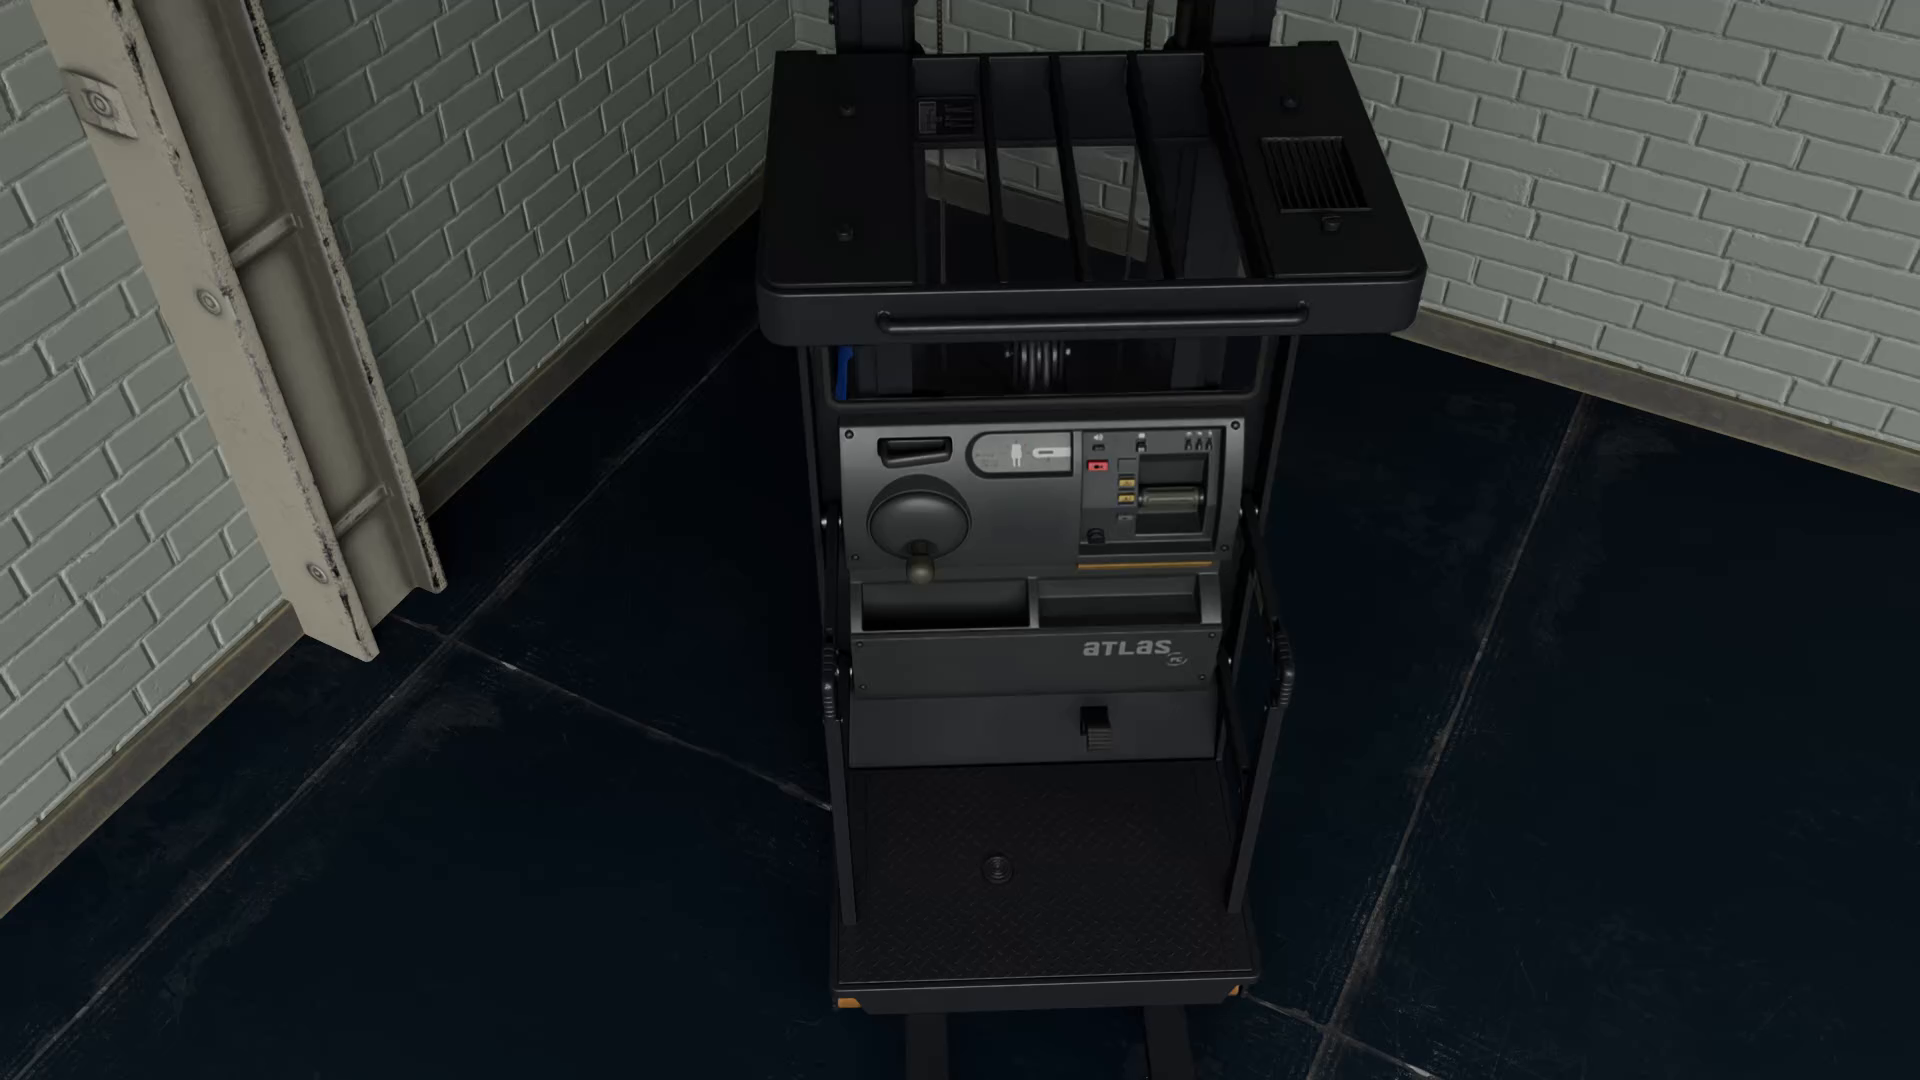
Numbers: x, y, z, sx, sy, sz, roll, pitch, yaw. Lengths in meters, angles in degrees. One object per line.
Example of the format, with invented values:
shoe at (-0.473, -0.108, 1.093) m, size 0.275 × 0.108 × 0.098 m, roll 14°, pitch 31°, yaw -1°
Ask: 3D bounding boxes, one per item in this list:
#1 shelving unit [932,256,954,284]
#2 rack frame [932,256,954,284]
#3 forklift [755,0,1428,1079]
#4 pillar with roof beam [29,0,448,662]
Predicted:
shelving unit at (-0.071, -0.492, 5.604) m, size 0.258 × 0.900 × 0.210 m, roll 34°, pitch 54°, yaw 29°
rack frame at (-0.001, -0.545, 5.656) m, size 0.240 × 0.900 × 0.006 m, roll 34°, pitch 54°, yaw 29°
forklift at (0.200, -0.009, 3.698) m, size 1.130 × 2.935 × 3.031 m, roll -1°, pitch 45°, yaw -1°
pillar with roof beam at (1.863, -1.522, 0.927) m, size 9.100 × 9.000 × 0.400 m, roll 20°, pitch 49°, yaw 19°
